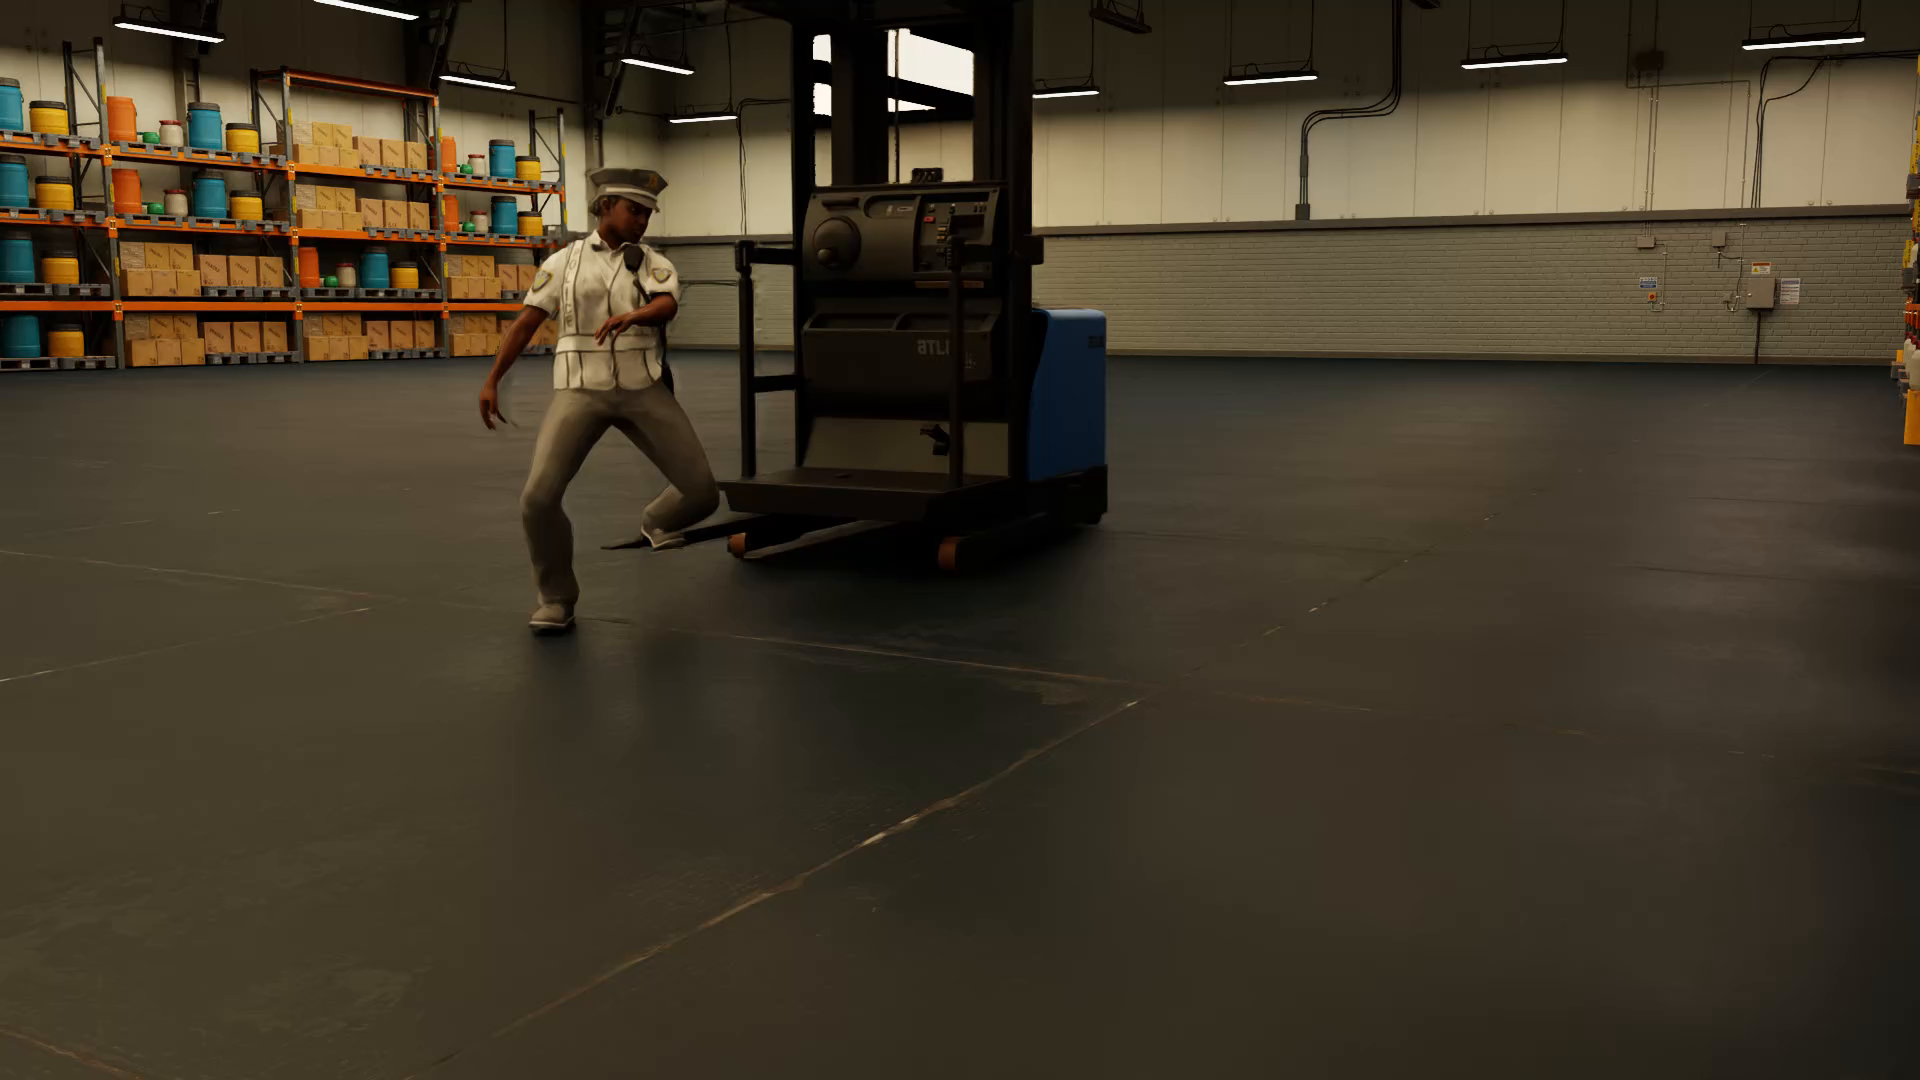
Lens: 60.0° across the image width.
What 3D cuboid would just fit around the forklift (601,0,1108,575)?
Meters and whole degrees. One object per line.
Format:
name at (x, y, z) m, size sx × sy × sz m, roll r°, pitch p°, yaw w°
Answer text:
forklift at (-0.350, -1.374, 7.051) m, size 1.130 × 2.935 × 3.031 m, roll 4°, pitch 9°, yaw 25°

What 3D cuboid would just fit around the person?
person at (-1.224, -0.487, 5.657) m, size 0.792 × 1.541 × 0.801 m, roll -3°, pitch 8°, yaw -22°
